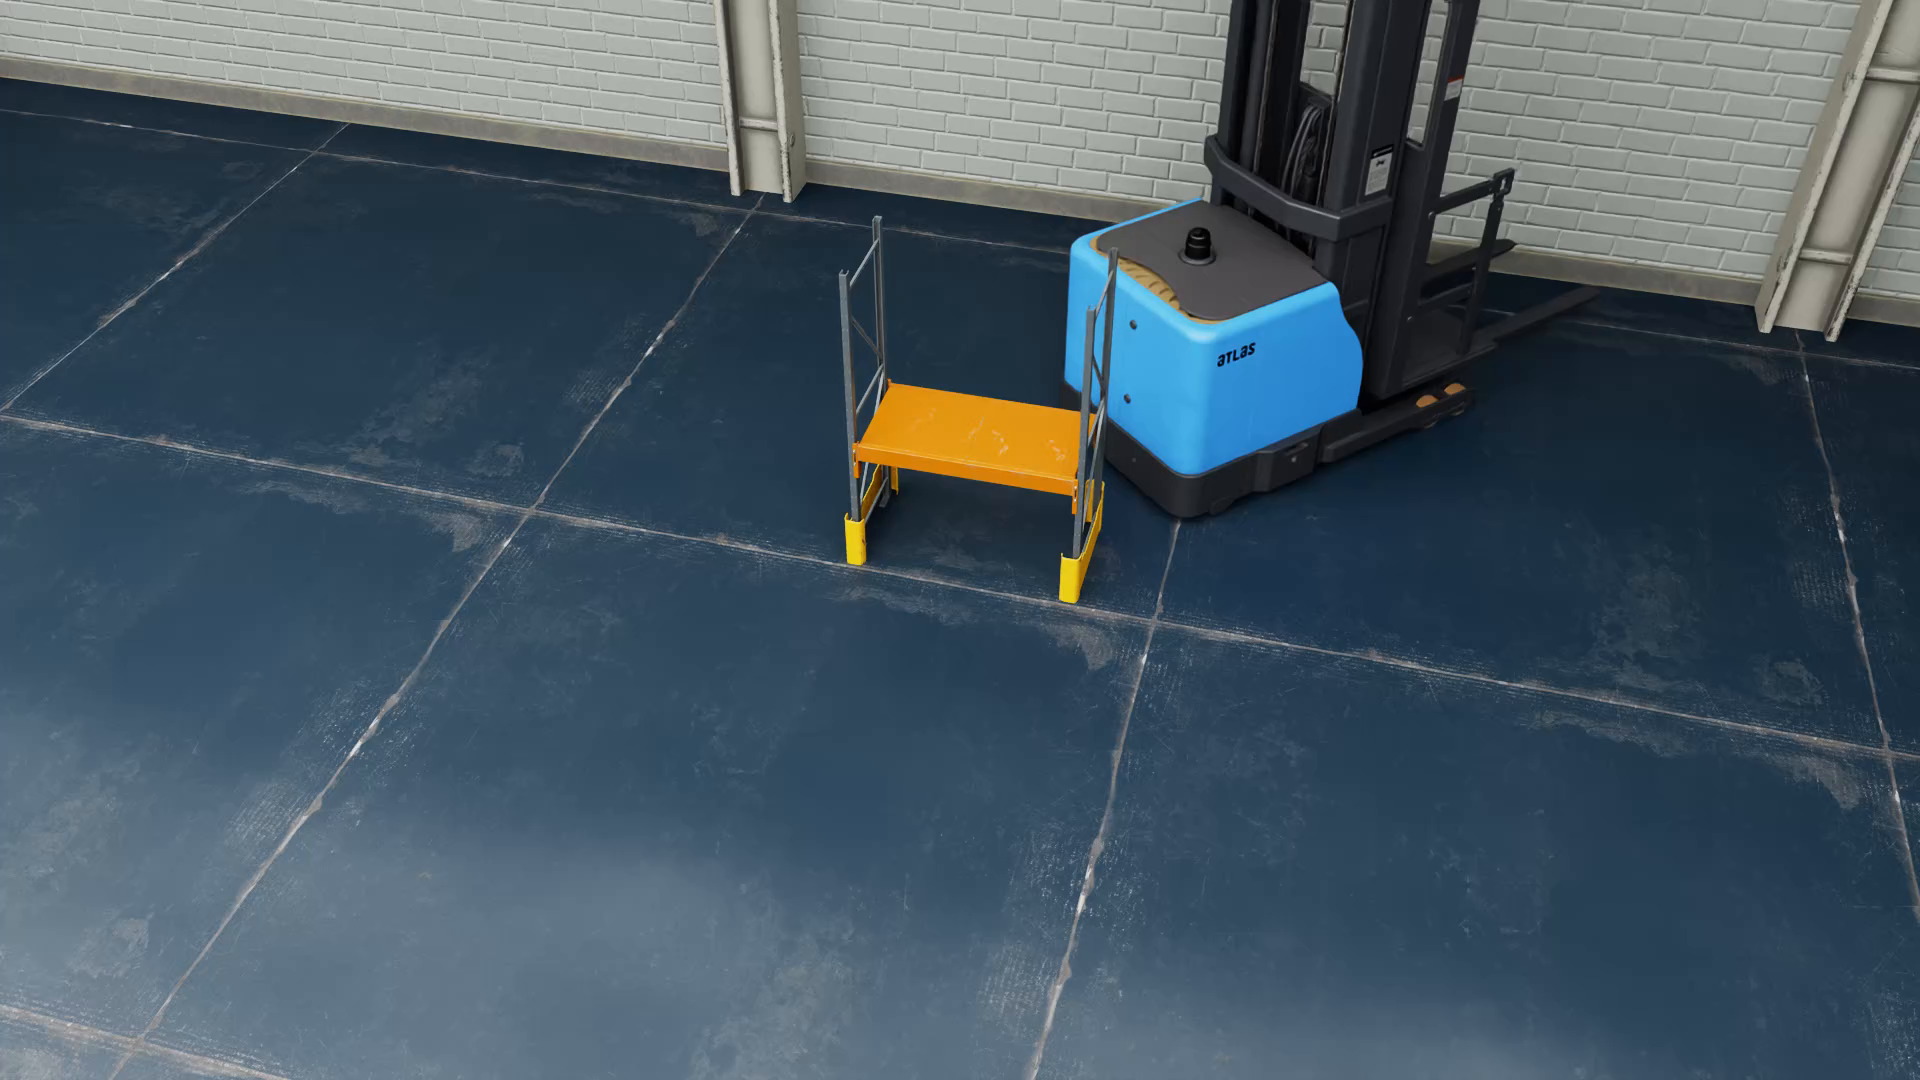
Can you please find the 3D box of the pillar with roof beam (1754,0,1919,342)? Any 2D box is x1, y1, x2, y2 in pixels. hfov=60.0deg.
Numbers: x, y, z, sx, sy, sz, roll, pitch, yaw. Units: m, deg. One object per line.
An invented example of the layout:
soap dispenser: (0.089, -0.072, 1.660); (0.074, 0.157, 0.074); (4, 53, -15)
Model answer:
pillar with roof beam: (3.498, -1.976, 3.105); (0.400, 9.000, 9.100); (10, 41, 11)

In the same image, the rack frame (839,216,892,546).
rack frame: (-0.409, -0.645, 7.351); (0.032, 1.500, 0.500); (10, 41, 11)

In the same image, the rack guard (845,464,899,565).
rack guard: (-0.407, -0.166, 7.753); (0.087, 0.250, 0.587); (10, 41, 11)

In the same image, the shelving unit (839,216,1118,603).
shelving unit: (0.074, -0.562, 7.253); (1.083, 1.500, 0.587); (10, 41, 11)

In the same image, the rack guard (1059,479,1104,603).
rack guard: (0.555, 0.000, 7.556); (0.087, 0.250, 0.587); (10, 41, 11)

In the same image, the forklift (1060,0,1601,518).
forklift: (2.019, -1.954, 7.797); (3.031, 2.935, 1.130); (-22, 45, -24)

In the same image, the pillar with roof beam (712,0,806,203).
pillar with roof beam: (-2.298, -2.973, 4.293); (0.400, 9.000, 9.100); (10, 41, 11)

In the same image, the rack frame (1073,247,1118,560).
rack frame: (0.573, -0.476, 7.150); (0.032, 1.500, 0.500); (10, 41, 11)

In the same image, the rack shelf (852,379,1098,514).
rack shelf: (0.082, -0.422, 7.366); (1.000, 0.185, 0.538); (10, 41, 11)
